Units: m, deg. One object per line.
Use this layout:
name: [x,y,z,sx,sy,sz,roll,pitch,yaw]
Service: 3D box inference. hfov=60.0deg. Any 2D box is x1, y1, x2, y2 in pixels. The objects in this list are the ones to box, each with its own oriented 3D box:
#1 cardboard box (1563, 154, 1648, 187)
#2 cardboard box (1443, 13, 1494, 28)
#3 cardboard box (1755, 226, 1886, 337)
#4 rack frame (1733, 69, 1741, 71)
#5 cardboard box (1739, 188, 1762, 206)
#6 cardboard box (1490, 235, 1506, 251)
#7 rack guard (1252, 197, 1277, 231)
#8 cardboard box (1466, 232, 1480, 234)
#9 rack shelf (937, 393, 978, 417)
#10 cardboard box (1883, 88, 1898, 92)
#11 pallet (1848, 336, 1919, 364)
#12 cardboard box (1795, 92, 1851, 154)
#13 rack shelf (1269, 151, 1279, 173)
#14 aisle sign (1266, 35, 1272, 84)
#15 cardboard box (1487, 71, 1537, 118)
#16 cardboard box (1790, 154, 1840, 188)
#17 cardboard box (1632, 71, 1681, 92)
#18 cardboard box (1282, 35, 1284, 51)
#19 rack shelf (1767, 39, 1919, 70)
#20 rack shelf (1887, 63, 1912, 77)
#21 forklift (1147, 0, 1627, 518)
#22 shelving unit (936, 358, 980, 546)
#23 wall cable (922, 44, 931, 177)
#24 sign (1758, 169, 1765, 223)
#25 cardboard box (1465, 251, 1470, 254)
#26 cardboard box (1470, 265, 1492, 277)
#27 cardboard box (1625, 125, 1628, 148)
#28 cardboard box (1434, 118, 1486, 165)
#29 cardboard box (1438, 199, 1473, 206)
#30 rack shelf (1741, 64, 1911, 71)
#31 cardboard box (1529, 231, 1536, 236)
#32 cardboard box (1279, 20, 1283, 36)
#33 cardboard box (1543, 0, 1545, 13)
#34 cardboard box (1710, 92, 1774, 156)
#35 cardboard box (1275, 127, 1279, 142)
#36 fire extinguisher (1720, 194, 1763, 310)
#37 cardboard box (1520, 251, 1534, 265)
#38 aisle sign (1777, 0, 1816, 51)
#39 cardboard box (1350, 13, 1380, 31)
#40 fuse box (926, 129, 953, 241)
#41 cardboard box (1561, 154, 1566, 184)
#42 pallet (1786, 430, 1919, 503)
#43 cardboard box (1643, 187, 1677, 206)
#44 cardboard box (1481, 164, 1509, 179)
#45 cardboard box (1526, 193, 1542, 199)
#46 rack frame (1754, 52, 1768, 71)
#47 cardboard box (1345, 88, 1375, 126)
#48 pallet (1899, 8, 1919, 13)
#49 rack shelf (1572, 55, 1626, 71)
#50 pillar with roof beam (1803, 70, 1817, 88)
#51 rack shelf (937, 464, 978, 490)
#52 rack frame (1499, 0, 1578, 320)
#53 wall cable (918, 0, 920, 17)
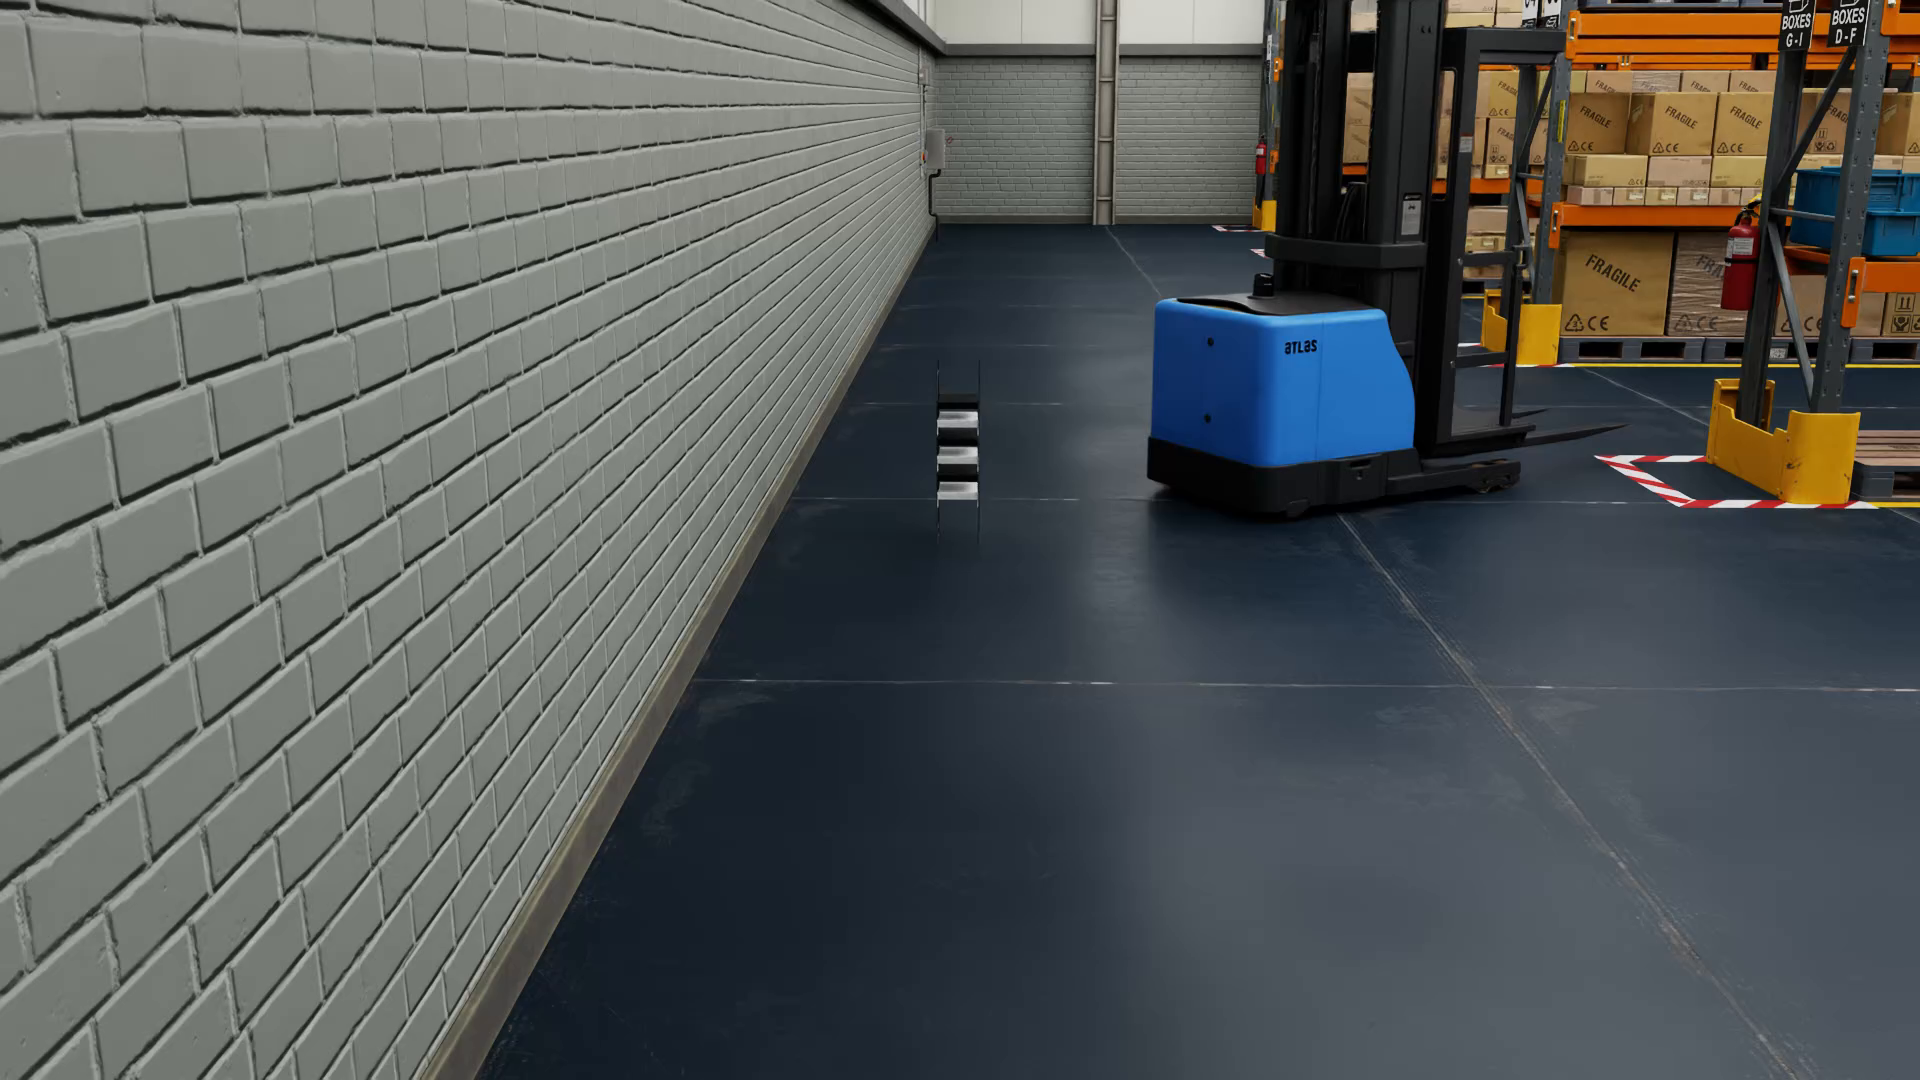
cardboard box: [5.336,-3.059,13.764,0.500,0.250,0.500,0,15,0]
cardboard box: [5.533,-5.633,18.226,0.500,0.250,0.500,1,15,3]
cardboard box: [7.304,-2.240,14.290,0.875,0.875,0.875,0,15,1]
rack frame: [13.236,-6.800,28.235,0.127,3.000,1.000,0,15,1]
cardboard box: [6.495,-2.844,13.731,0.250,0.149,0.380,0,15,1]
cardboard box: [6.133,-3.340,18.720,0.250,0.149,0.380,0,15,1]
rack guard: [5.315,-5.643,28.750,0.348,0.500,1.175,0,15,1]
cardboard box: [5.876,-3.481,19.252,0.250,0.149,0.380,1,15,3]
rack shelf: [-0.008,-0.664,8.165,0.200,0.077,0.258,0,15,1]
cardboard box: [12.590,-6.003,23.057,0.500,0.500,0.500,0,15,0]
pallet: [8.103,-1.710,14.407,1.213,0.211,1.003,0,15,1]
cardboard box: [7.377,-3.543,14.129,0.500,0.500,0.500,0,15,0]
rack shelf: [7.238,-6.492,28.475,4.000,0.370,1.077,0,15,1]
aisle sign: [5.163,-8.035,27.819,0.004,0.787,0.394,0,15,1]
cardboard box: [6.037,-4.927,18.395,0.500,0.500,0.500,1,15,3]
cardboard box: [6.879,-3.051,13.734,0.500,0.250,0.500,0,15,0]
cardboard box: [7.584,-4.916,18.355,0.500,0.500,0.500,1,15,3]
cardboard box: [5.675,-8.302,27.756,0.500,0.250,0.500,0,15,1]
rack shelf: [11.088,-5.387,18.408,4.000,0.370,1.077,0,15,1]
rack shelf: [15.113,-6.624,23.097,4.000,0.370,1.077,0,15,1]
forklift: [2.592,-1.787,9.366,3.031,2.935,1.130,-8,17,-29]
shelving unit: [-0.008,-0.435,8.225,0.210,0.900,0.258,0,15,1]
wall cable: [-0.497,-6.470,24.993,0.122,1.984,0.588,0,15,1]
sign: [4.734,-2.016,9.780,0.005,0.325,0.100,0,15,1]
cardboard box: [5.608,-3.223,18.859,0.250,0.149,0.380,1,15,4]
cardboard box: [5.870,-3.082,18.908,0.250,0.149,0.380,0,15,1]
cardboard box: [7.067,-4.437,18.499,0.500,0.500,0.500,0,15,0]
cardboard box: [5.532,-4.442,18.519,0.500,0.500,0.500,1,15,4]
cardboard box: [8.583,-5.794,28.868,0.500,0.311,0.500,1,15,3]
rack shelf: [15.236,-7.890,27.895,4.000,0.370,1.077,0,15,1]
cardboard box: [6.665,-3.506,19.348,0.250,0.149,0.380,1,15,4]
cardboard box: [5.690,-8.684,28.226,0.500,0.250,0.500,0,15,0]
cardboard box: [6.549,-5.865,18.122,0.500,0.250,0.500,1,15,2]
cardboard box: [6.354,-3.416,13.649,0.500,0.500,0.500,0,15,0]
cardboard box: [5.705,-6.988,28.659,0.500,0.250,0.500,1,15,3]
fire extinguisher: [4.597,-1.695,9.769,0.183,0.674,0.296,0,15,1]
cardboard box: [6.381,-3.199,18.766,0.250,0.149,0.380,1,15,3]
aisle sign: [4.672,-3.128,9.222,0.004,0.787,0.394,0,15,1]
cardboard box: [5.568,-7.236,23.281,0.500,0.250,0.500,-1,15,-4]
fuse box: [-0.322,-5.529,25.943,0.414,1.711,0.539,0,15,1]
cardboard box: [5.354,-3.195,14.281,0.500,0.250,0.500,0,15,1]
pallet: [5.560,-0.433,9.566,1.213,0.211,1.003,0,15,1]
cardboard box: [5.722,-2.849,13.749,0.250,0.149,0.380,0,15,0]
cardboard box: [5.929,-4.110,18.530,0.250,0.149,0.380,0,15,0]
cardboard box: [9.715,-5.760,28.370,0.500,0.500,0.500,1,15,4]
rack frame: [9.089,-4.297,18.749,0.127,3.000,1.000,0,15,1]
cardboard box: [5.588,-6.043,23.207,0.500,0.500,0.500,0,15,0]
pallet: [8.044,-4.449,13.616,1.213,0.211,1.003,0,15,1]
rack shelf: [7.115,-6.676,23.294,4.000,0.370,1.077,0,15,1]
pillar with roof beam: [14.453,-8.825,24.148,0.400,9.000,9.100,0,15,1]
rack shelf: [-0.008,-0.316,8.257,0.200,0.077,0.258,0,15,1]
rack frame: [4.863,-3.059,14.056,0.127,3.000,1.000,0,15,1]
wall cable: [-0.578,-8.453,22.738,0.029,3.000,0.463,0,15,1]
